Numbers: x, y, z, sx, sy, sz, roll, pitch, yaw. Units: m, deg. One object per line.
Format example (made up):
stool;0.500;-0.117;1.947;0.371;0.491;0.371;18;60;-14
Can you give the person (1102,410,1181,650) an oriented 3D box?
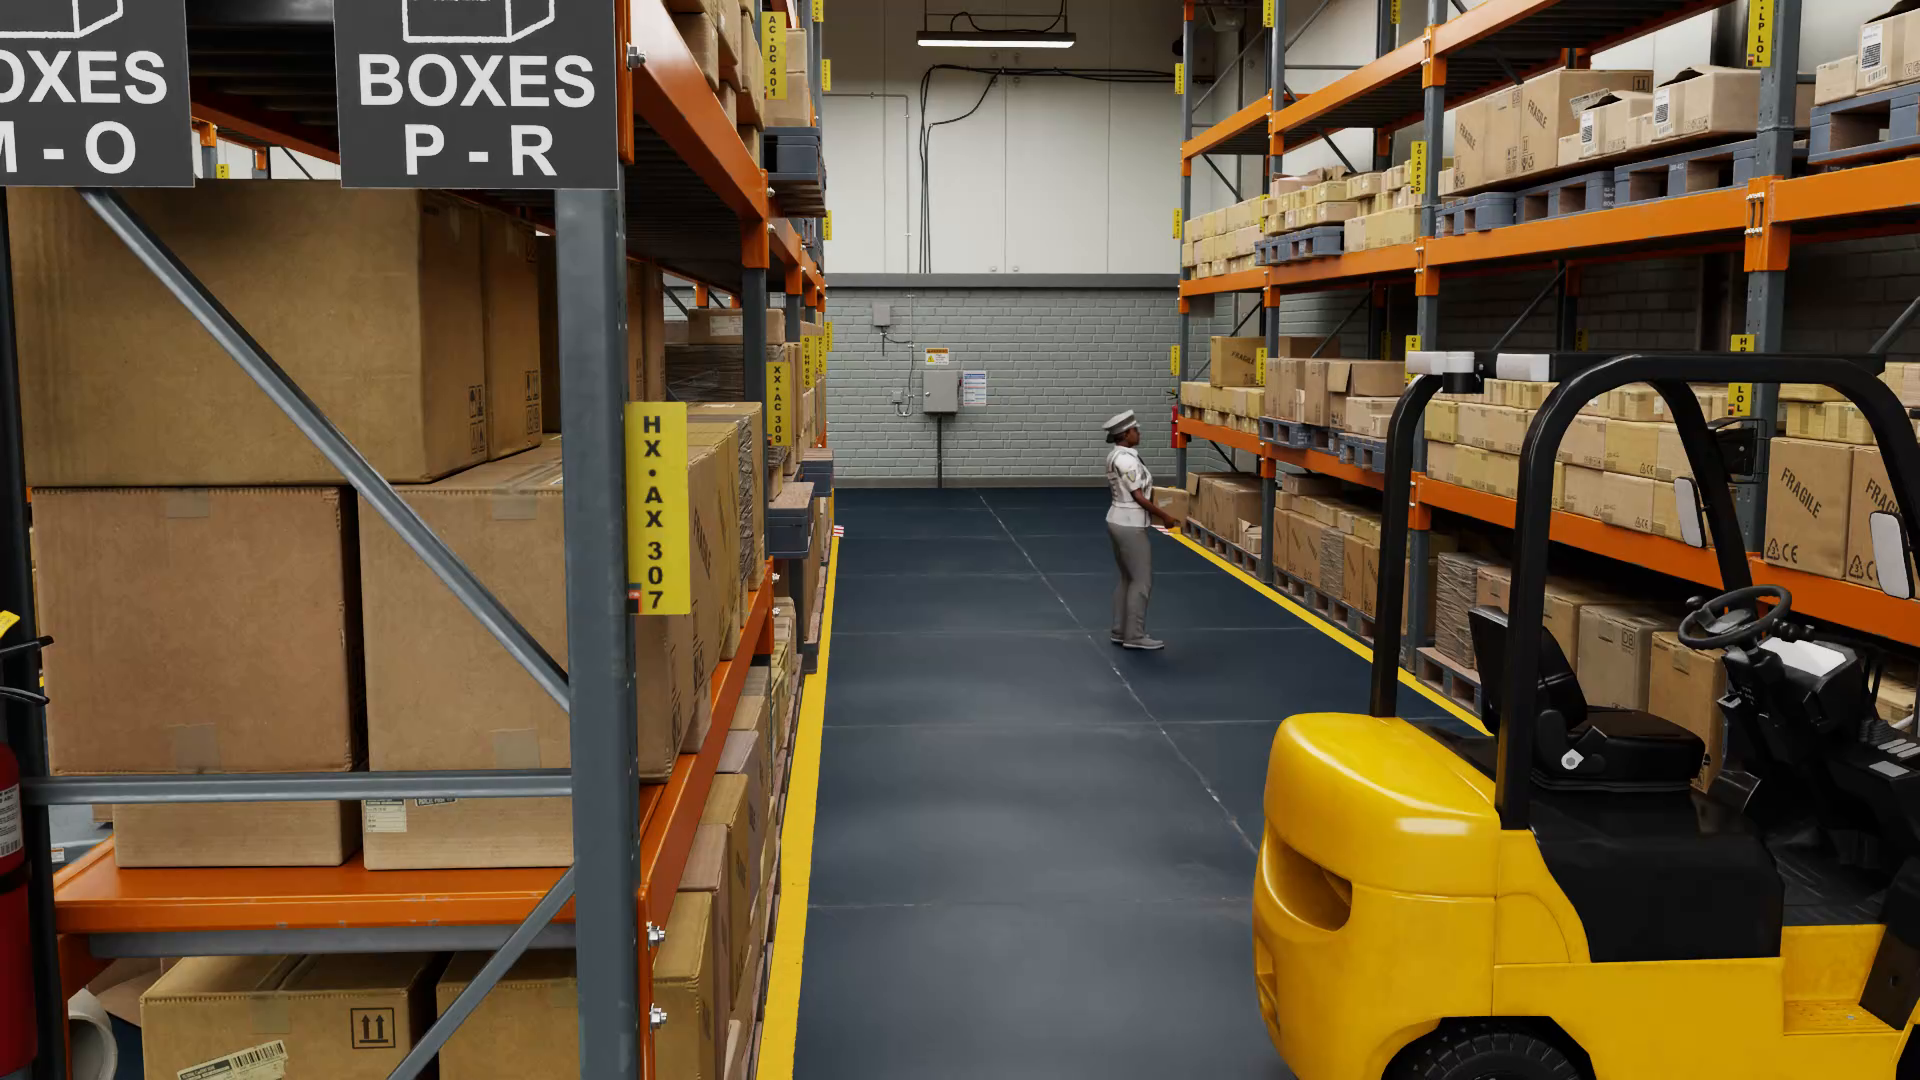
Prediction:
person;1.278;-0.081;11.802;0.540;1.688;0.450;0;7;-3
